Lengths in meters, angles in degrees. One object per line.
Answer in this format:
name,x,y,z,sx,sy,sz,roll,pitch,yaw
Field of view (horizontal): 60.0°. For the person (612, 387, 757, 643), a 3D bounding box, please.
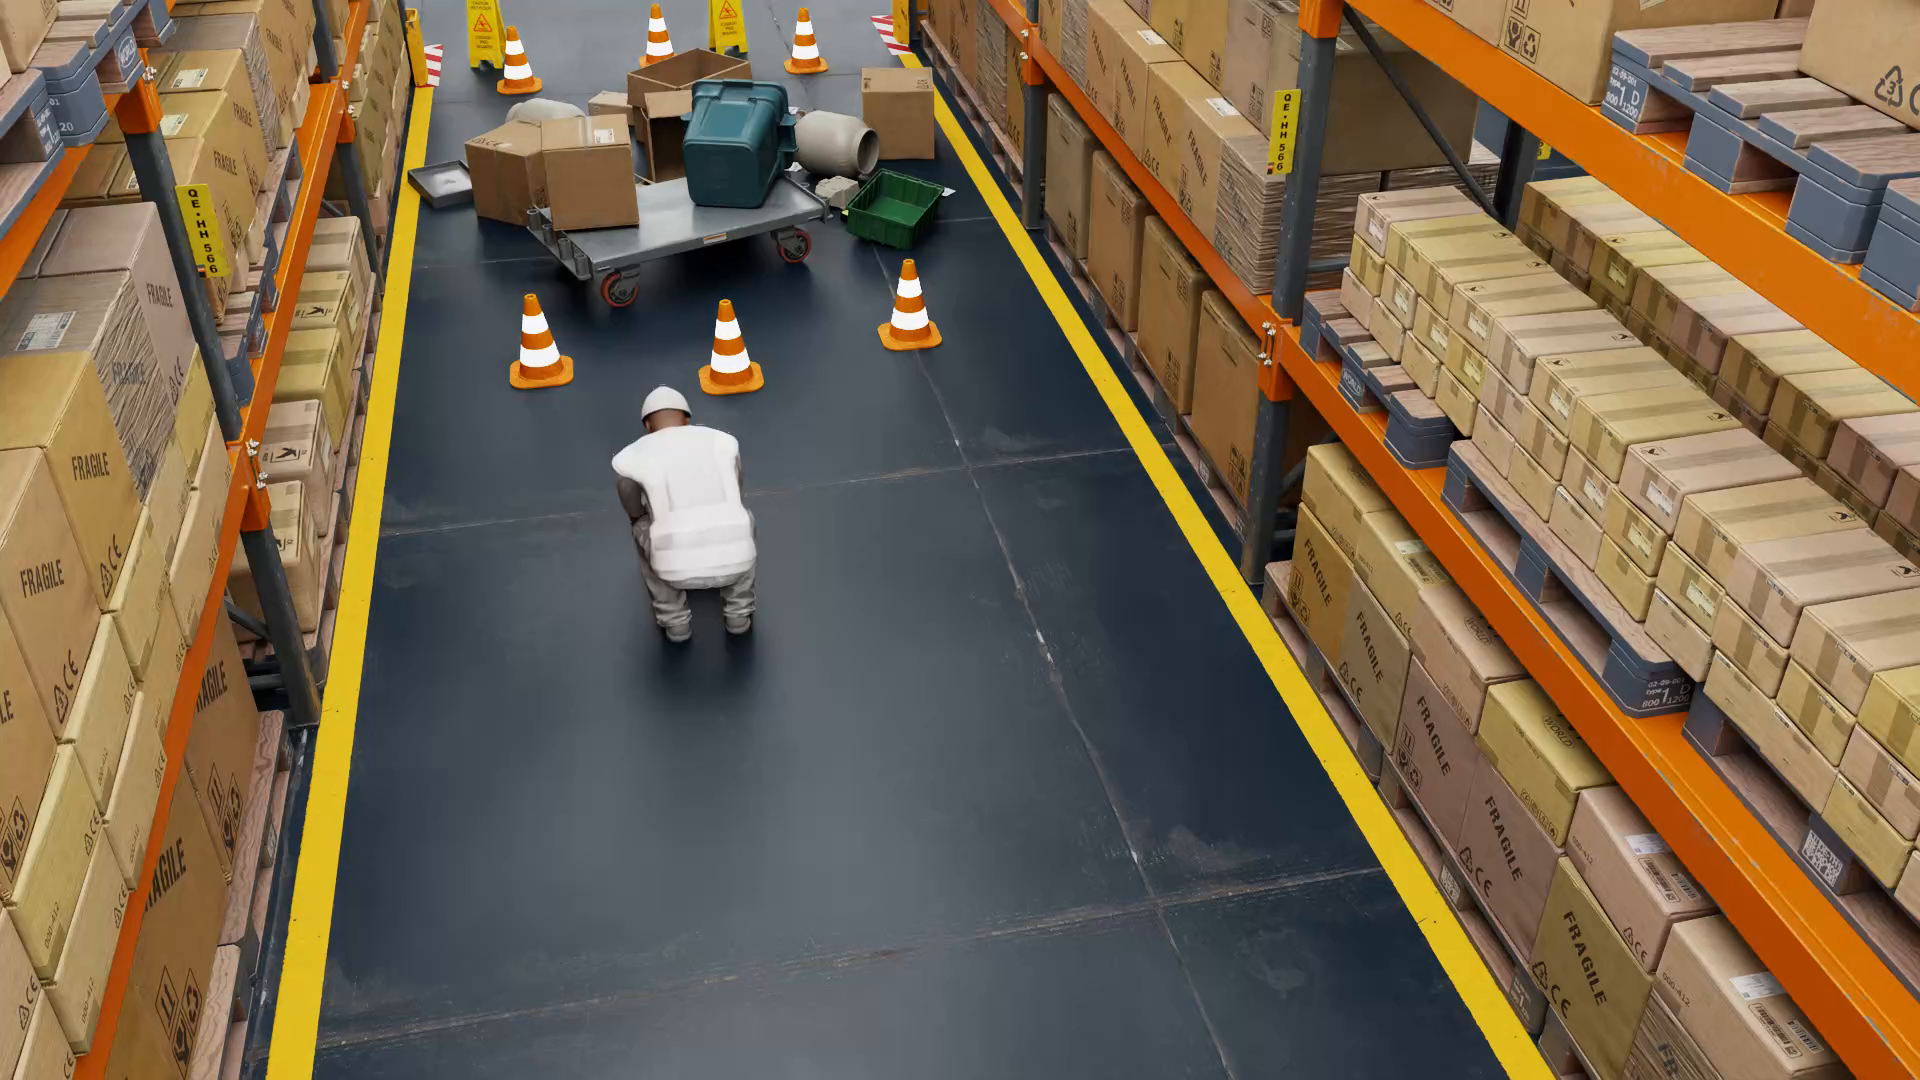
person,-1.153,-0.089,7.065,0.576,0.884,0.907,-7,35,-10
